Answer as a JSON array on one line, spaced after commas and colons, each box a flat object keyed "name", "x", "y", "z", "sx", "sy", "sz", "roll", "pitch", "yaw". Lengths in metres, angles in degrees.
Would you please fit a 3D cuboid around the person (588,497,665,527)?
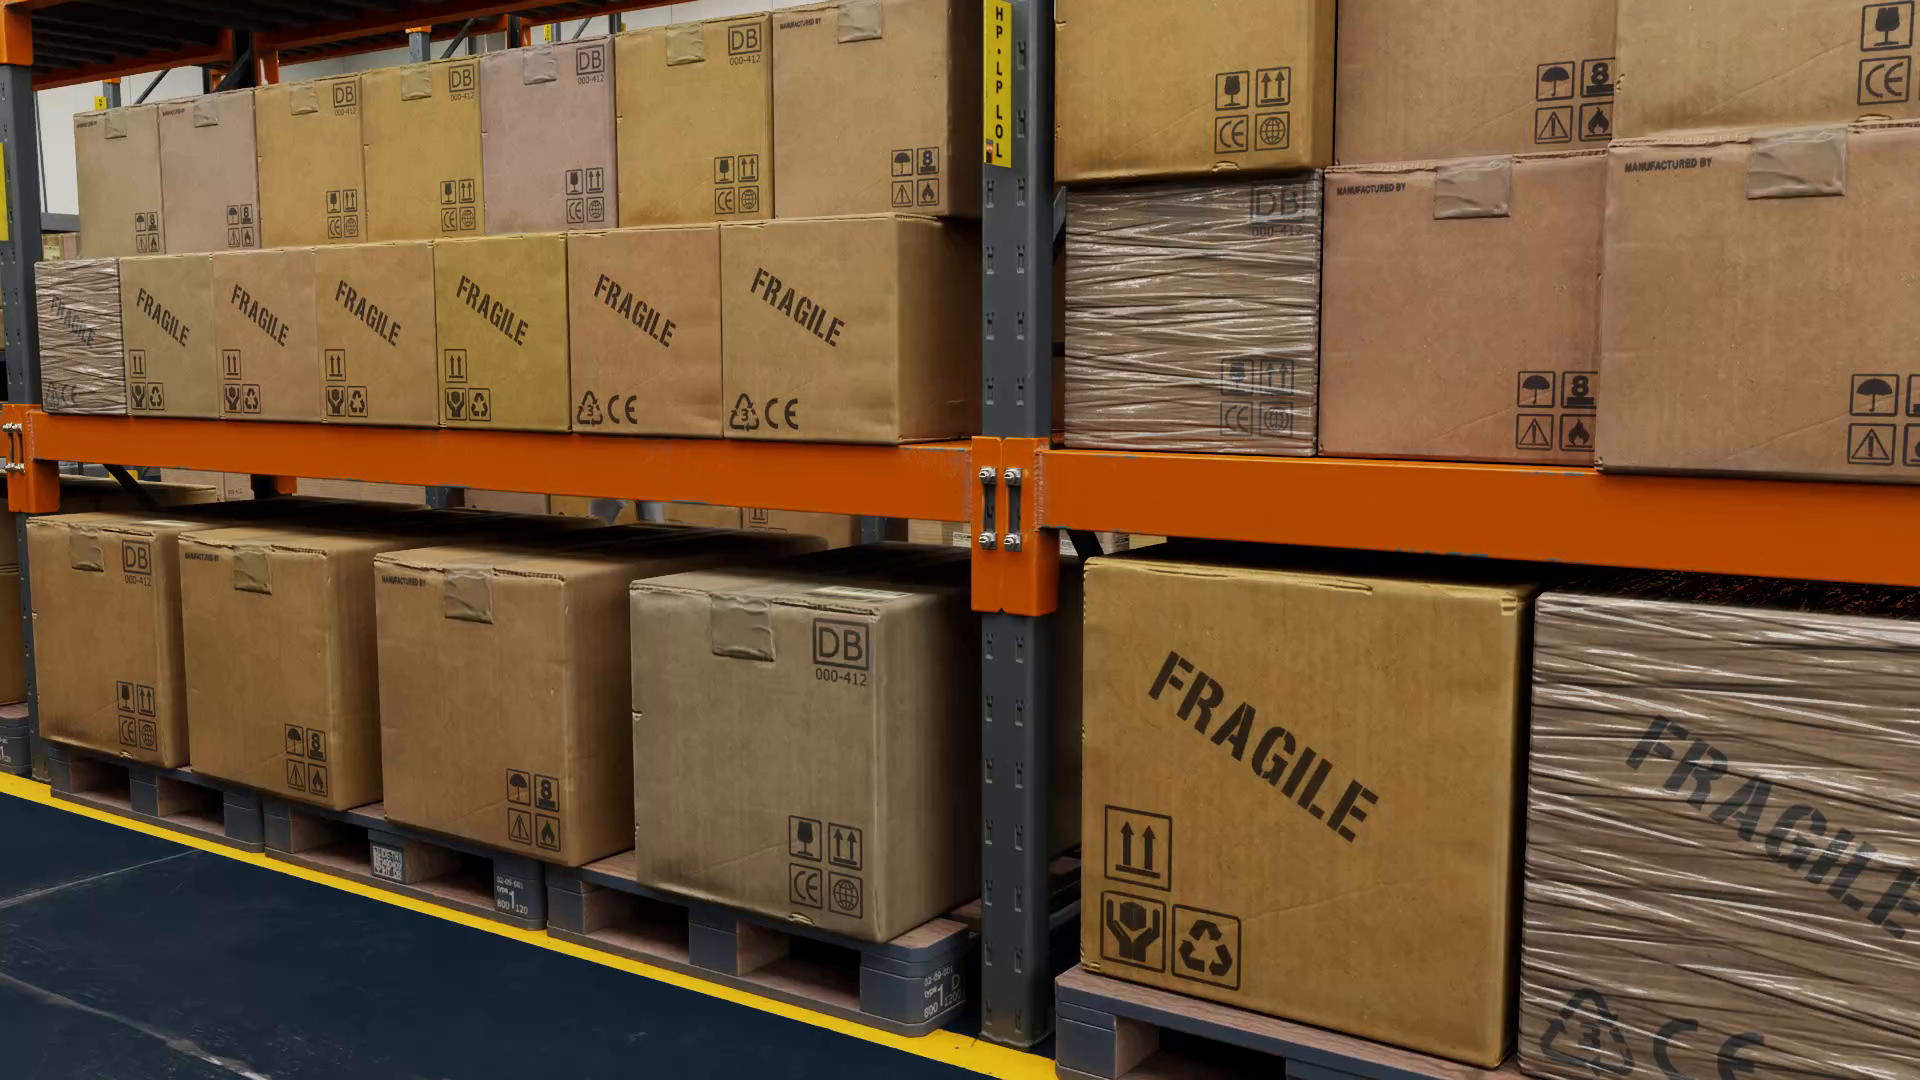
[{"name": "person", "x": -1.868, "y": -0.394, "z": 9.247, "sx": 0.971, "sy": 1.630, "sz": 0.495, "roll": 6, "pitch": 9, "yaw": 44}]
